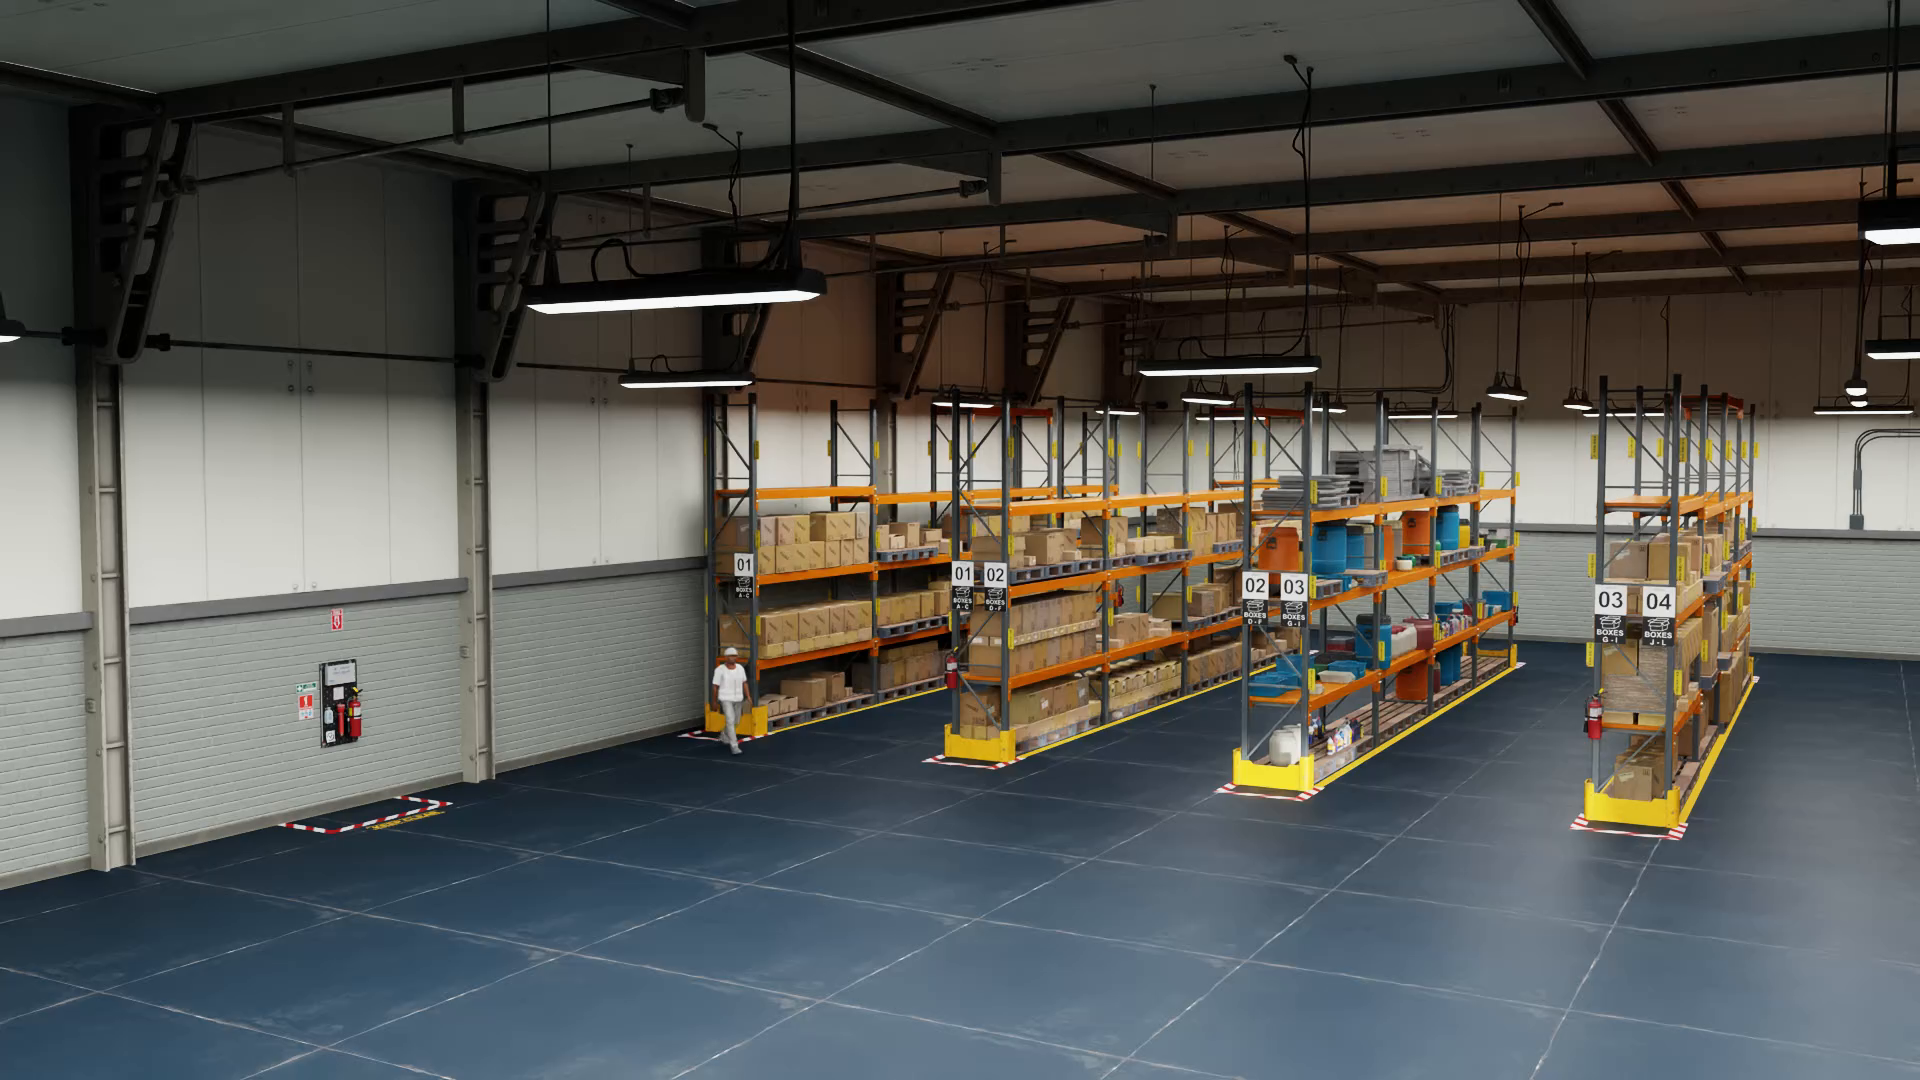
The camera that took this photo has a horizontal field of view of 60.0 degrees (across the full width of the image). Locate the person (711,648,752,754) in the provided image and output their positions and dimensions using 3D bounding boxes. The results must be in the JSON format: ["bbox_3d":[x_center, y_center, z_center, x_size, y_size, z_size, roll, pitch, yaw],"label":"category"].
[{"bbox_3d":[-3.805,2.650,27.637,0.596,1.734,1.018,-3,4,-41],"label":"person"}]
